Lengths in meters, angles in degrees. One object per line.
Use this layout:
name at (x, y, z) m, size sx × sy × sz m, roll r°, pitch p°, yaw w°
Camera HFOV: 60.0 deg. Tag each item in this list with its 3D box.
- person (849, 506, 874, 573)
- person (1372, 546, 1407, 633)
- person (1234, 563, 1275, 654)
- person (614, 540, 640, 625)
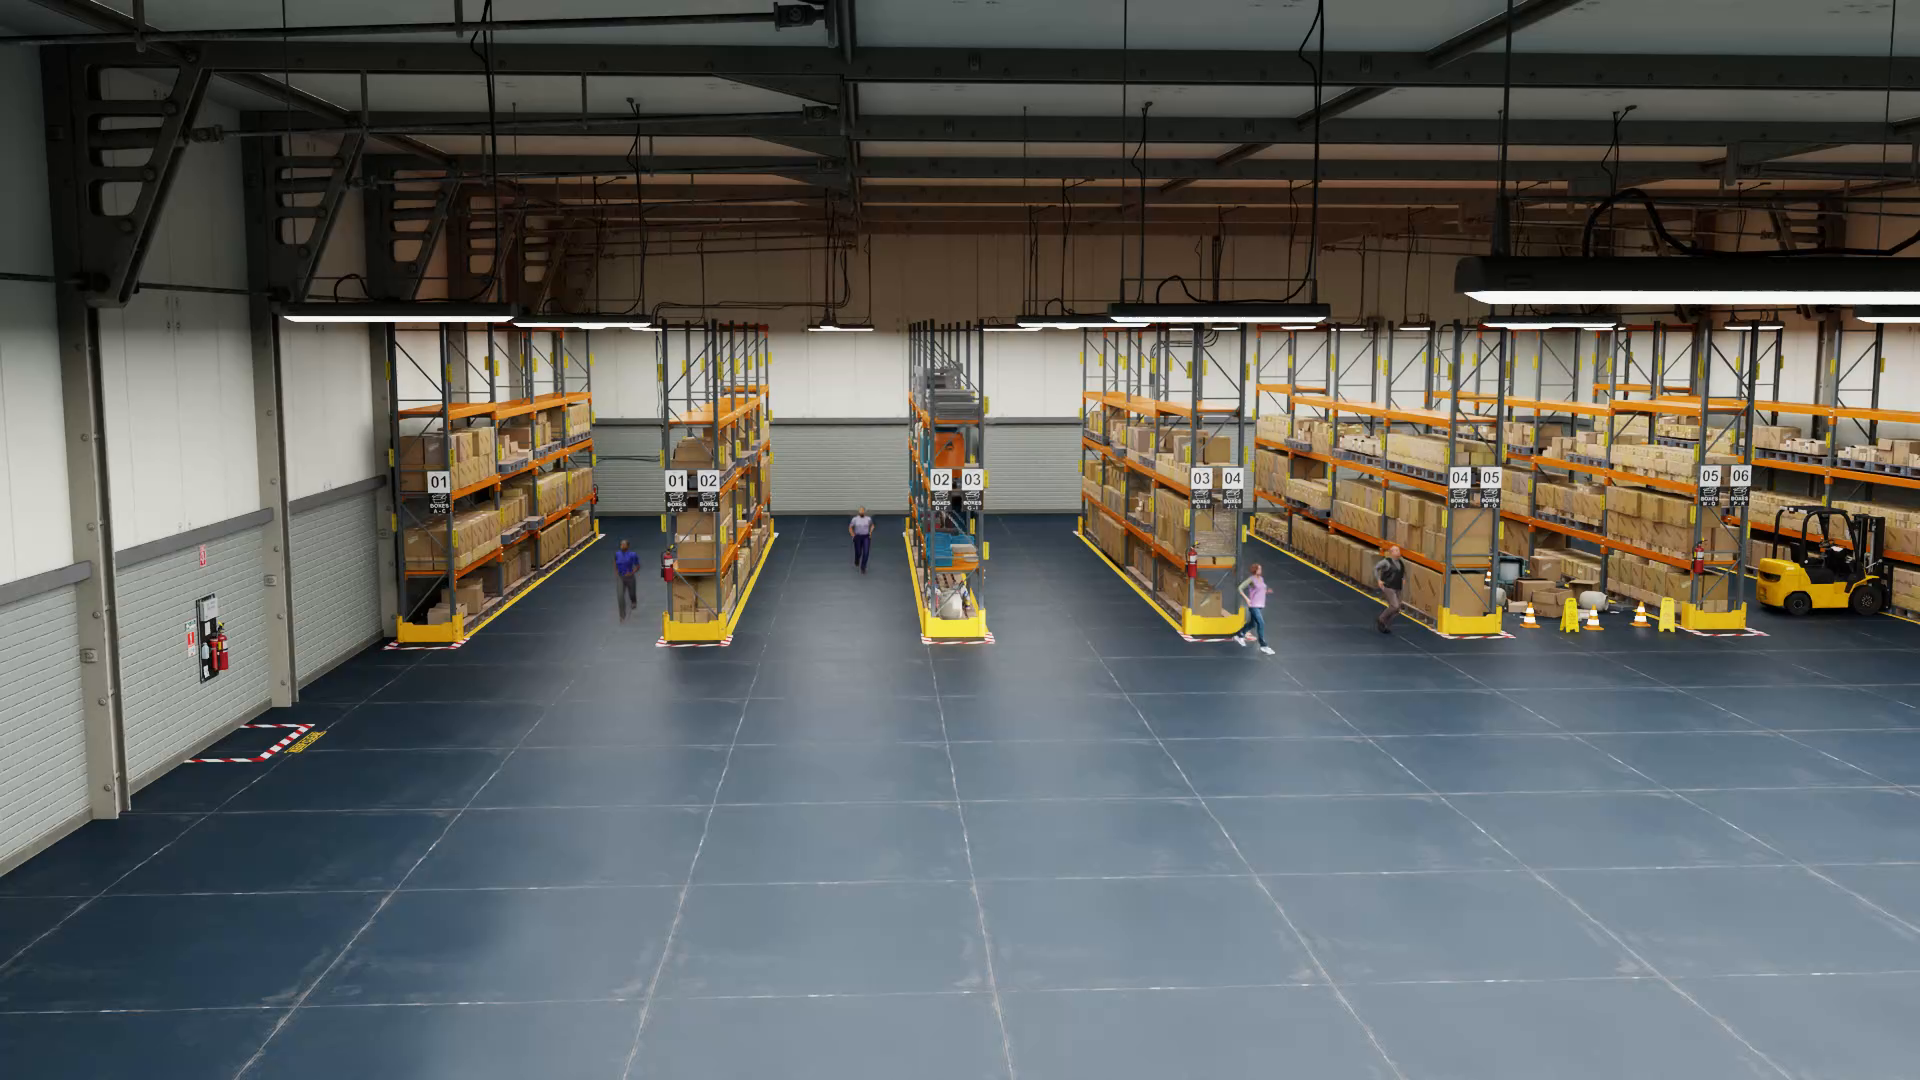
person at (-2.367, -0.012, 40.195) m, size 0.614 × 1.599 × 0.575 m, roll -1°, pitch 7°, yaw -10°
person at (8.319, 0.953, 31.926) m, size 0.685 × 1.676 × 0.556 m, roll -5°, pitch 9°, yaw -35°
person at (5.319, 1.209, 29.991) m, size 0.875 × 1.597 × 0.530 m, roll 6°, pitch 9°, yaw 38°
person at (-6.684, 0.815, 33.394) m, size 0.547 × 1.670 × 1.069 m, roll 0°, pitch 7°, yaw -3°
